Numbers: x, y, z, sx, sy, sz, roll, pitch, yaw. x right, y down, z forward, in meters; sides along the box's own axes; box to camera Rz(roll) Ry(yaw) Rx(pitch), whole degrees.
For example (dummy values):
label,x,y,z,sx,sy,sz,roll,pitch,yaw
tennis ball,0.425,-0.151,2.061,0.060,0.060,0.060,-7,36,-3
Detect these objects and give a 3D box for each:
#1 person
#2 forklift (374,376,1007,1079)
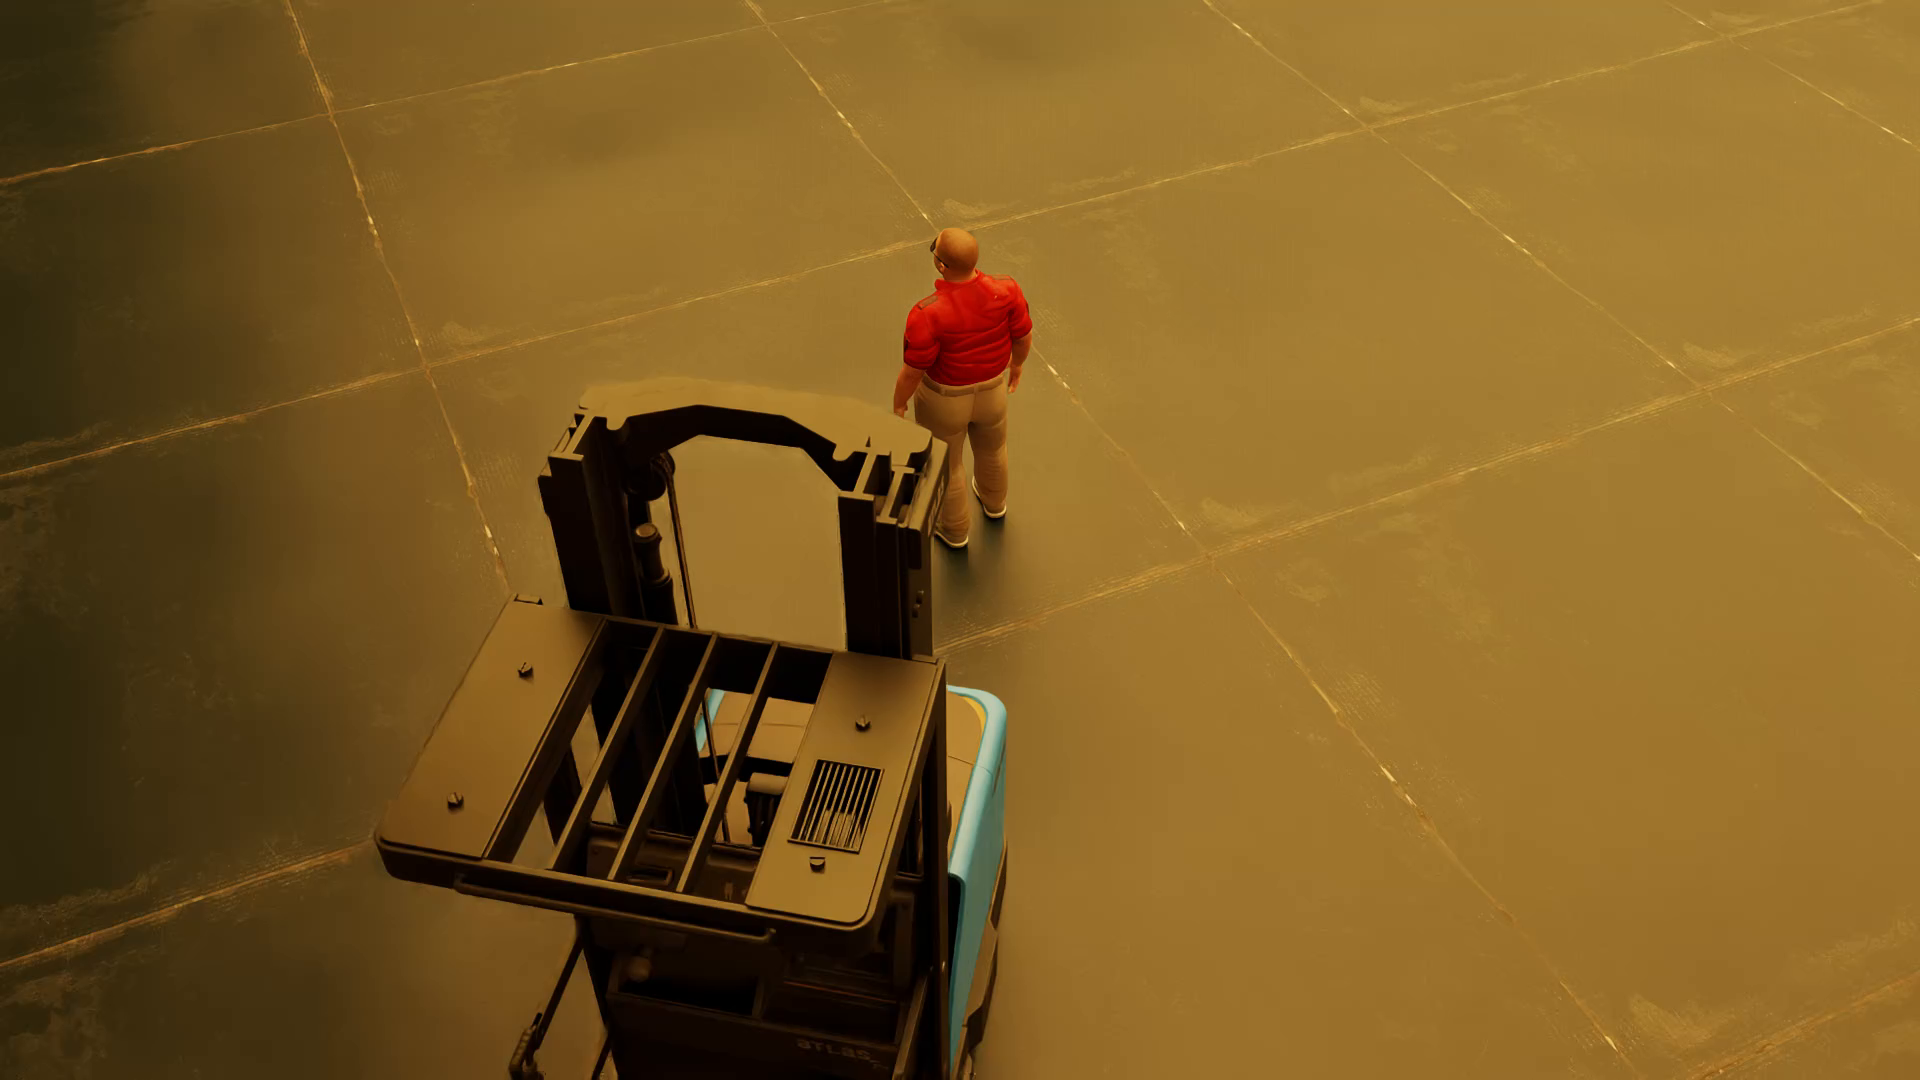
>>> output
label,x,y,z,sx,sy,sz,roll,pitch,yaw
person,-0.027,-0.696,7.297,0.640,1.727,0.551,-18,46,-18
forklift,-0.624,1.158,4.440,1.130,2.935,3.031,8,44,8
